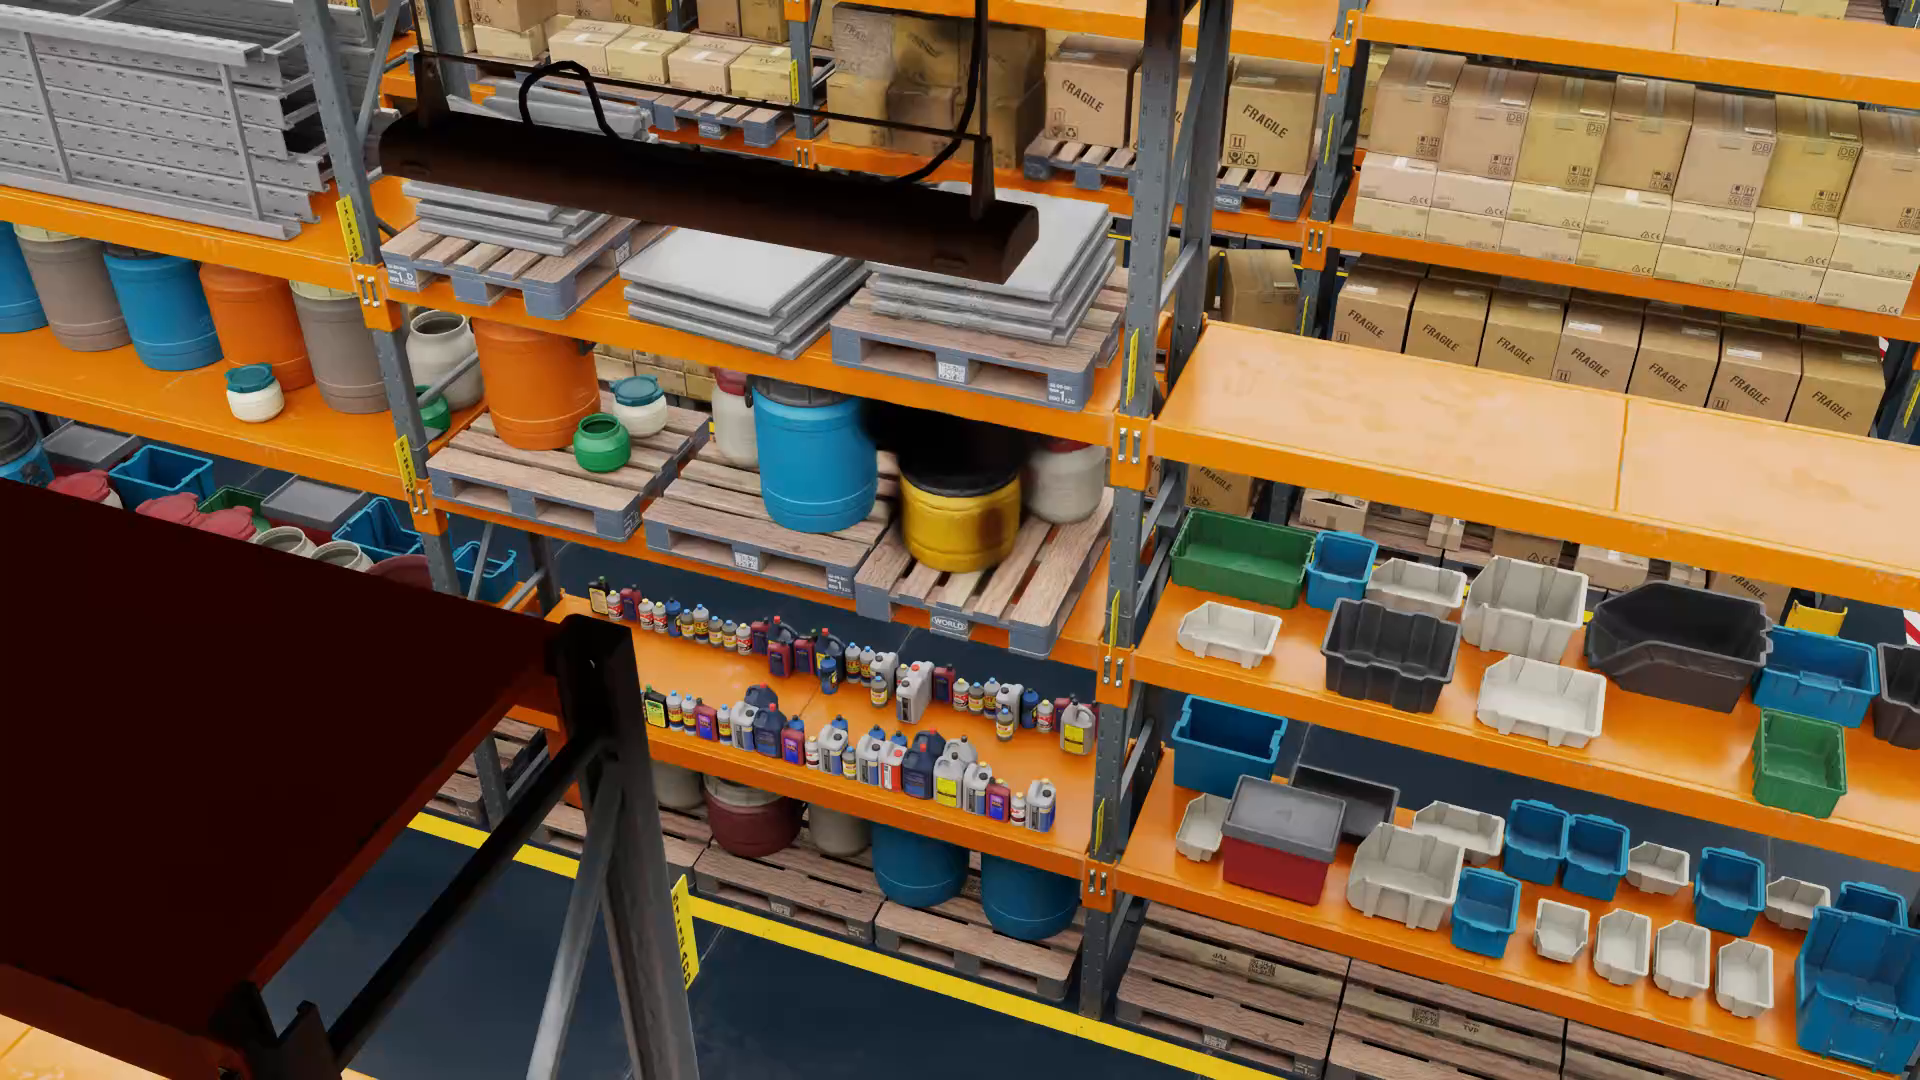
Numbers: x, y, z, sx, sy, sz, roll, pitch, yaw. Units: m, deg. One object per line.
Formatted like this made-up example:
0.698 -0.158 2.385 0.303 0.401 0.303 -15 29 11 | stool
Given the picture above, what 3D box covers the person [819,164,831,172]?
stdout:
-1.256 -2.816 15.722 0.802 1.754 0.688 12 38 15 | person
